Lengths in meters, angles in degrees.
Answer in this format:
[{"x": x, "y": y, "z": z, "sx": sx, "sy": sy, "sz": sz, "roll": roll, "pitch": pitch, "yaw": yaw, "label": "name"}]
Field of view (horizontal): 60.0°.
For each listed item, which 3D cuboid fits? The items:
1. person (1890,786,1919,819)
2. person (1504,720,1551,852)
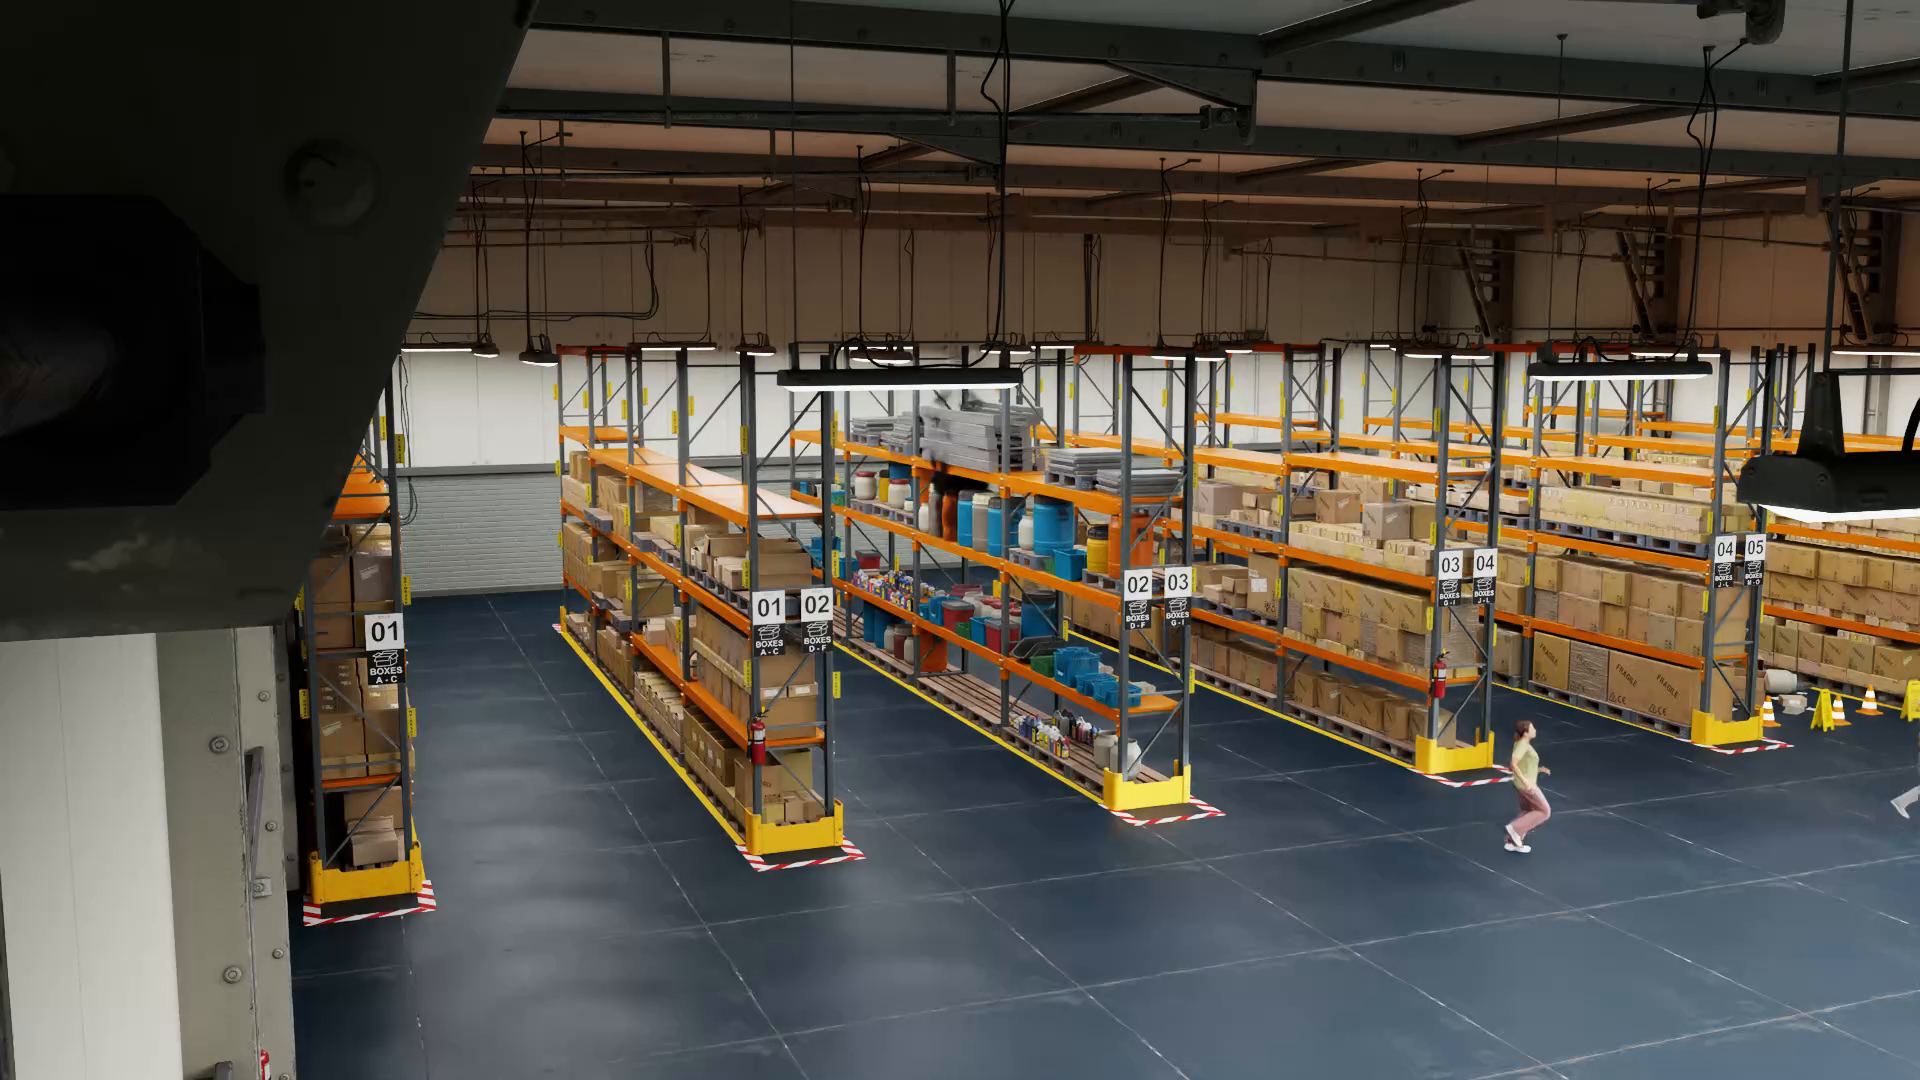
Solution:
[{"x": 12.353, "y": 2.818, "z": 21.028, "sx": 0.904, "sy": 1.674, "sz": 0.583, "roll": 3, "pitch": 8, "yaw": 19, "label": "person"}, {"x": 6.881, "y": 2.978, "z": 20.126, "sx": 0.527, "sy": 1.629, "sz": 0.582, "roll": 1, "pitch": 7, "yaw": 8, "label": "person"}]
